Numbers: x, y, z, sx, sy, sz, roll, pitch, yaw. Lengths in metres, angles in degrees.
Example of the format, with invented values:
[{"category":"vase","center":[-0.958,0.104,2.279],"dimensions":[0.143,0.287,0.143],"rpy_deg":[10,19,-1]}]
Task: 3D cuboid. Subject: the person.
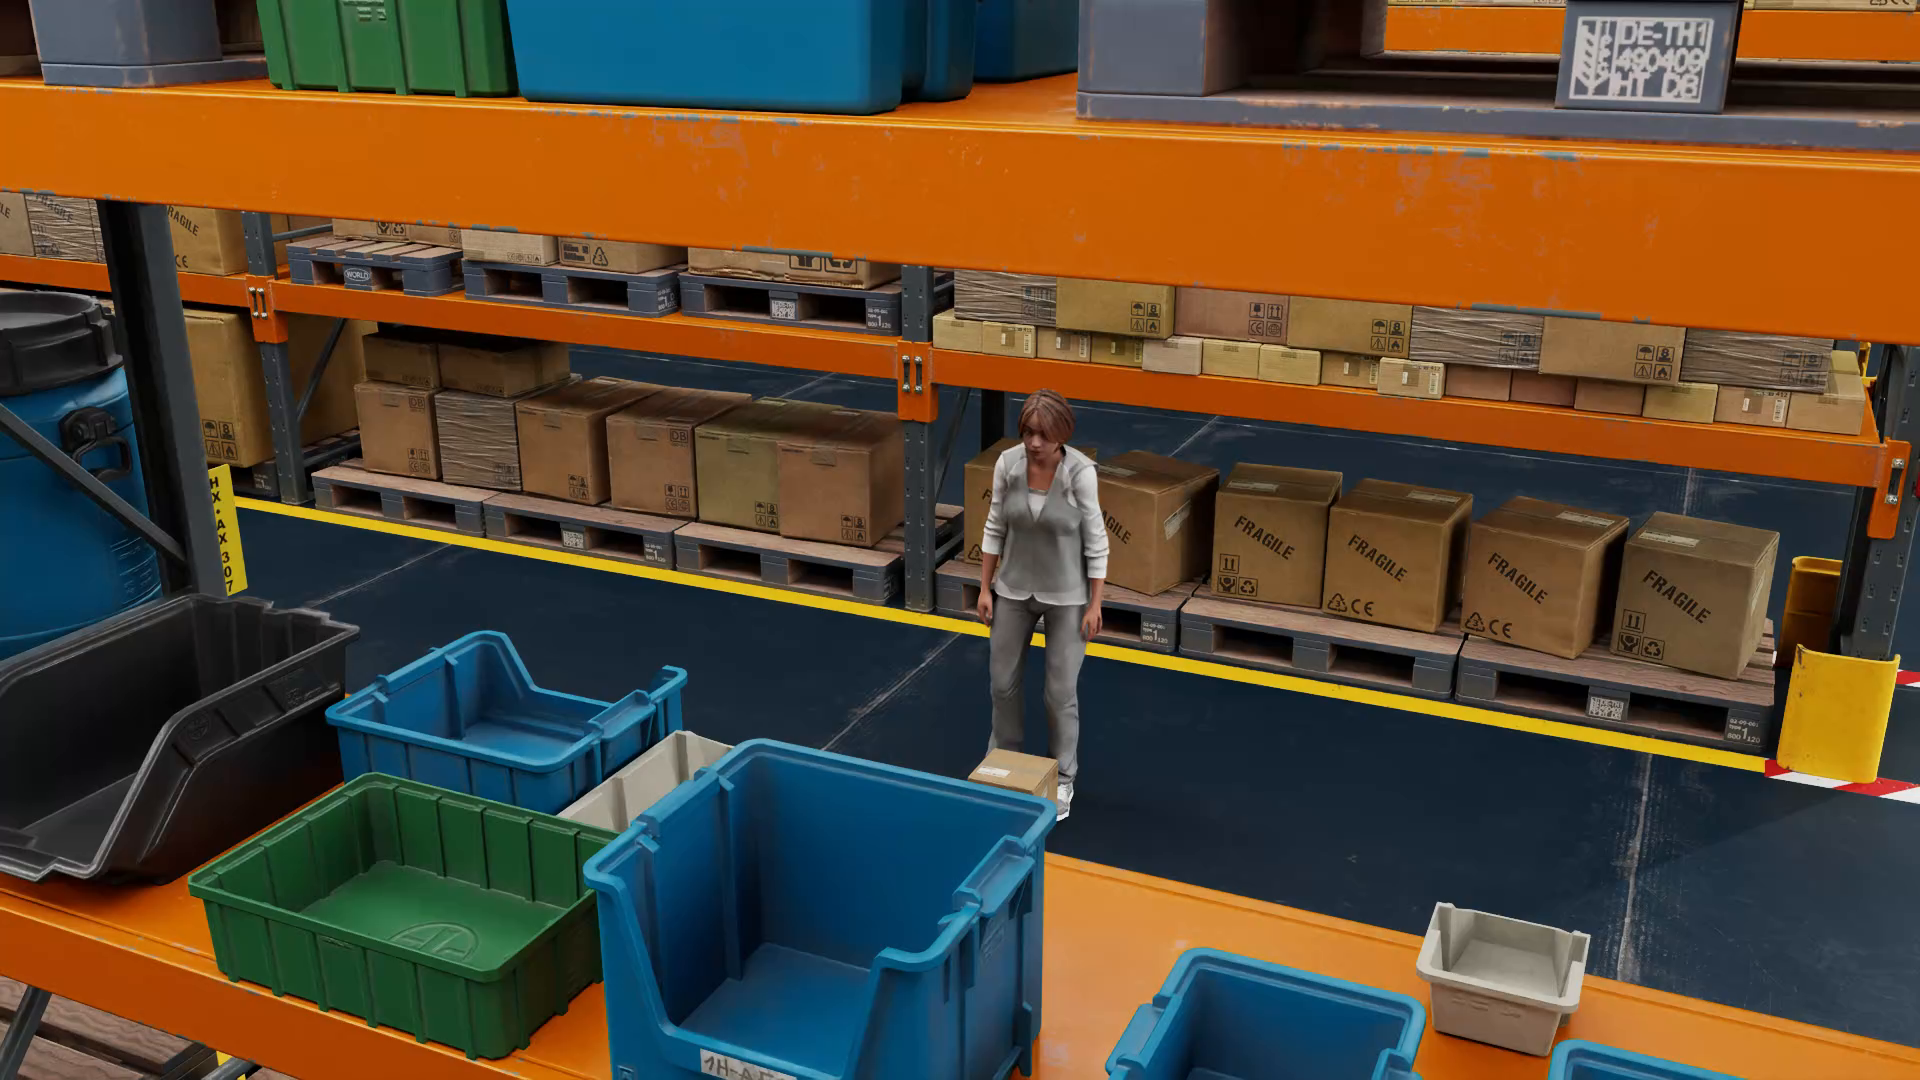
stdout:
[{"category":"person","center":[-8.481,-3.271,9.249],"dimensions":[19.911,6.000,24.290],"rpy_deg":[7,21,20]}]
